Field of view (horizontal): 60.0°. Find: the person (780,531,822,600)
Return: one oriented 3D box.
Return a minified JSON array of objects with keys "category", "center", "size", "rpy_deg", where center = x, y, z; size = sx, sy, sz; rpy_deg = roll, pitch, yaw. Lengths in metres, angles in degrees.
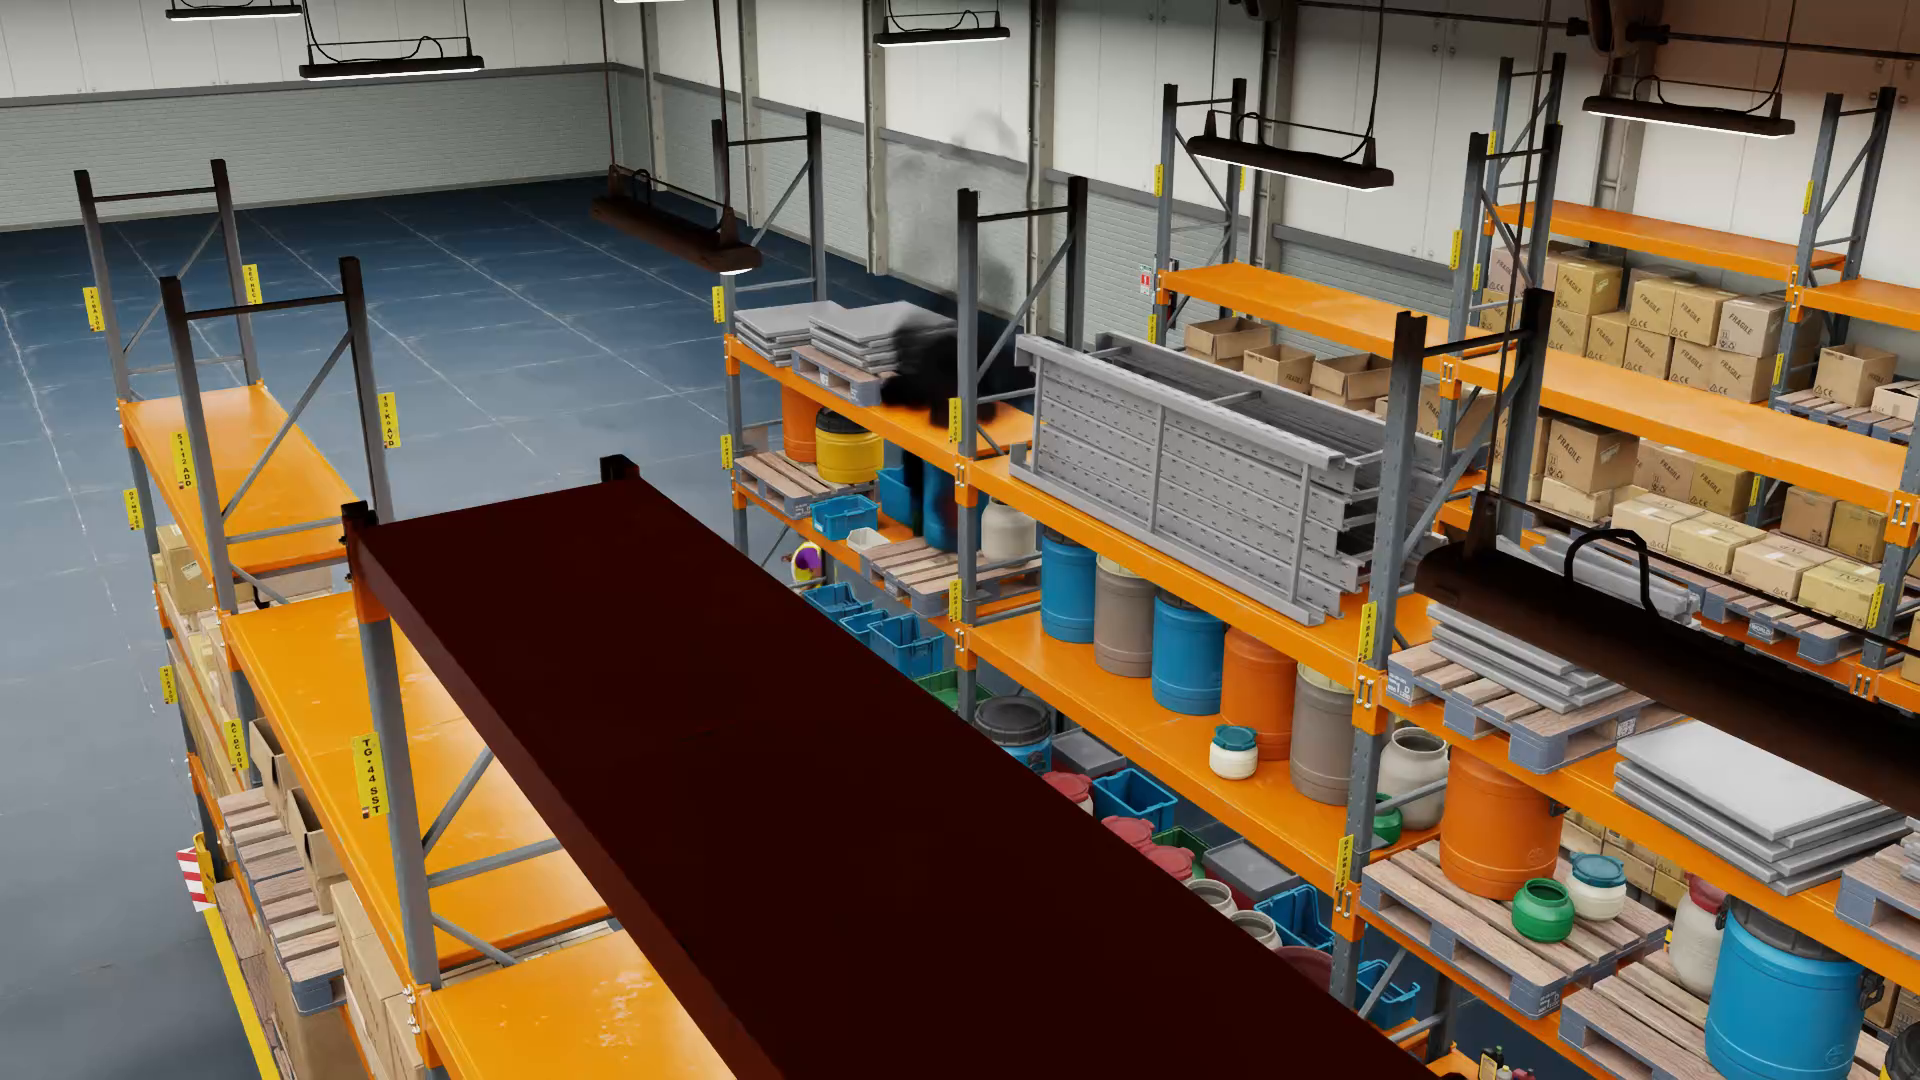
[{"category":"person","center":[-1.619,0.571,17.630],"size":[0.711,1.818,0.715],"rpy_deg":[8,23,19]}]
